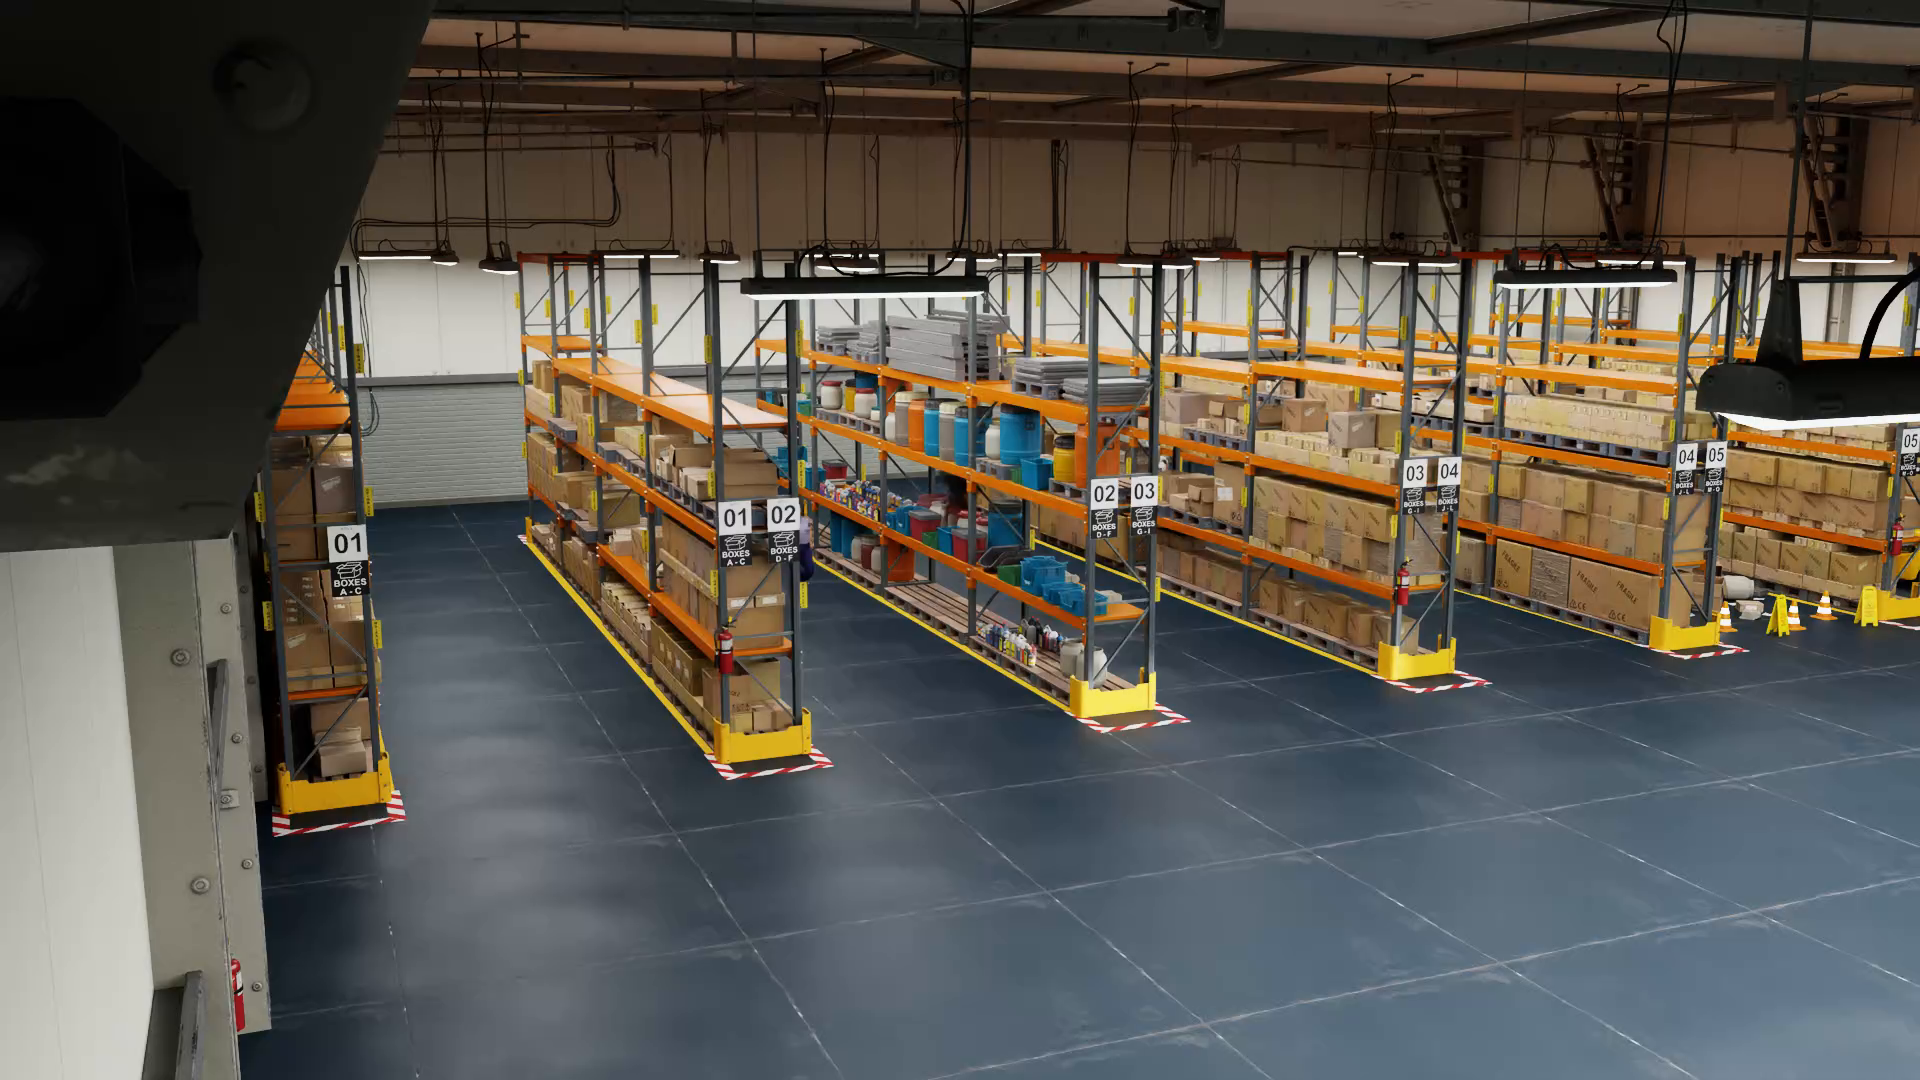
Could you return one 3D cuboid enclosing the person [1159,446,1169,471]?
[{"bbox_3d":[4.462,-1.297,37.542,0.613,1.684,0.856,-2,11,-12],"label":"person"}]

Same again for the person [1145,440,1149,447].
[{"bbox_3d":[4.674,-2.087,41.684,0.683,1.729,0.941,-3,11,-15],"label":"person"}]

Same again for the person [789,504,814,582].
[{"bbox_3d":[-2.704,0.239,27.955,0.585,1.552,0.534,-7,12,-32],"label":"person"}]
